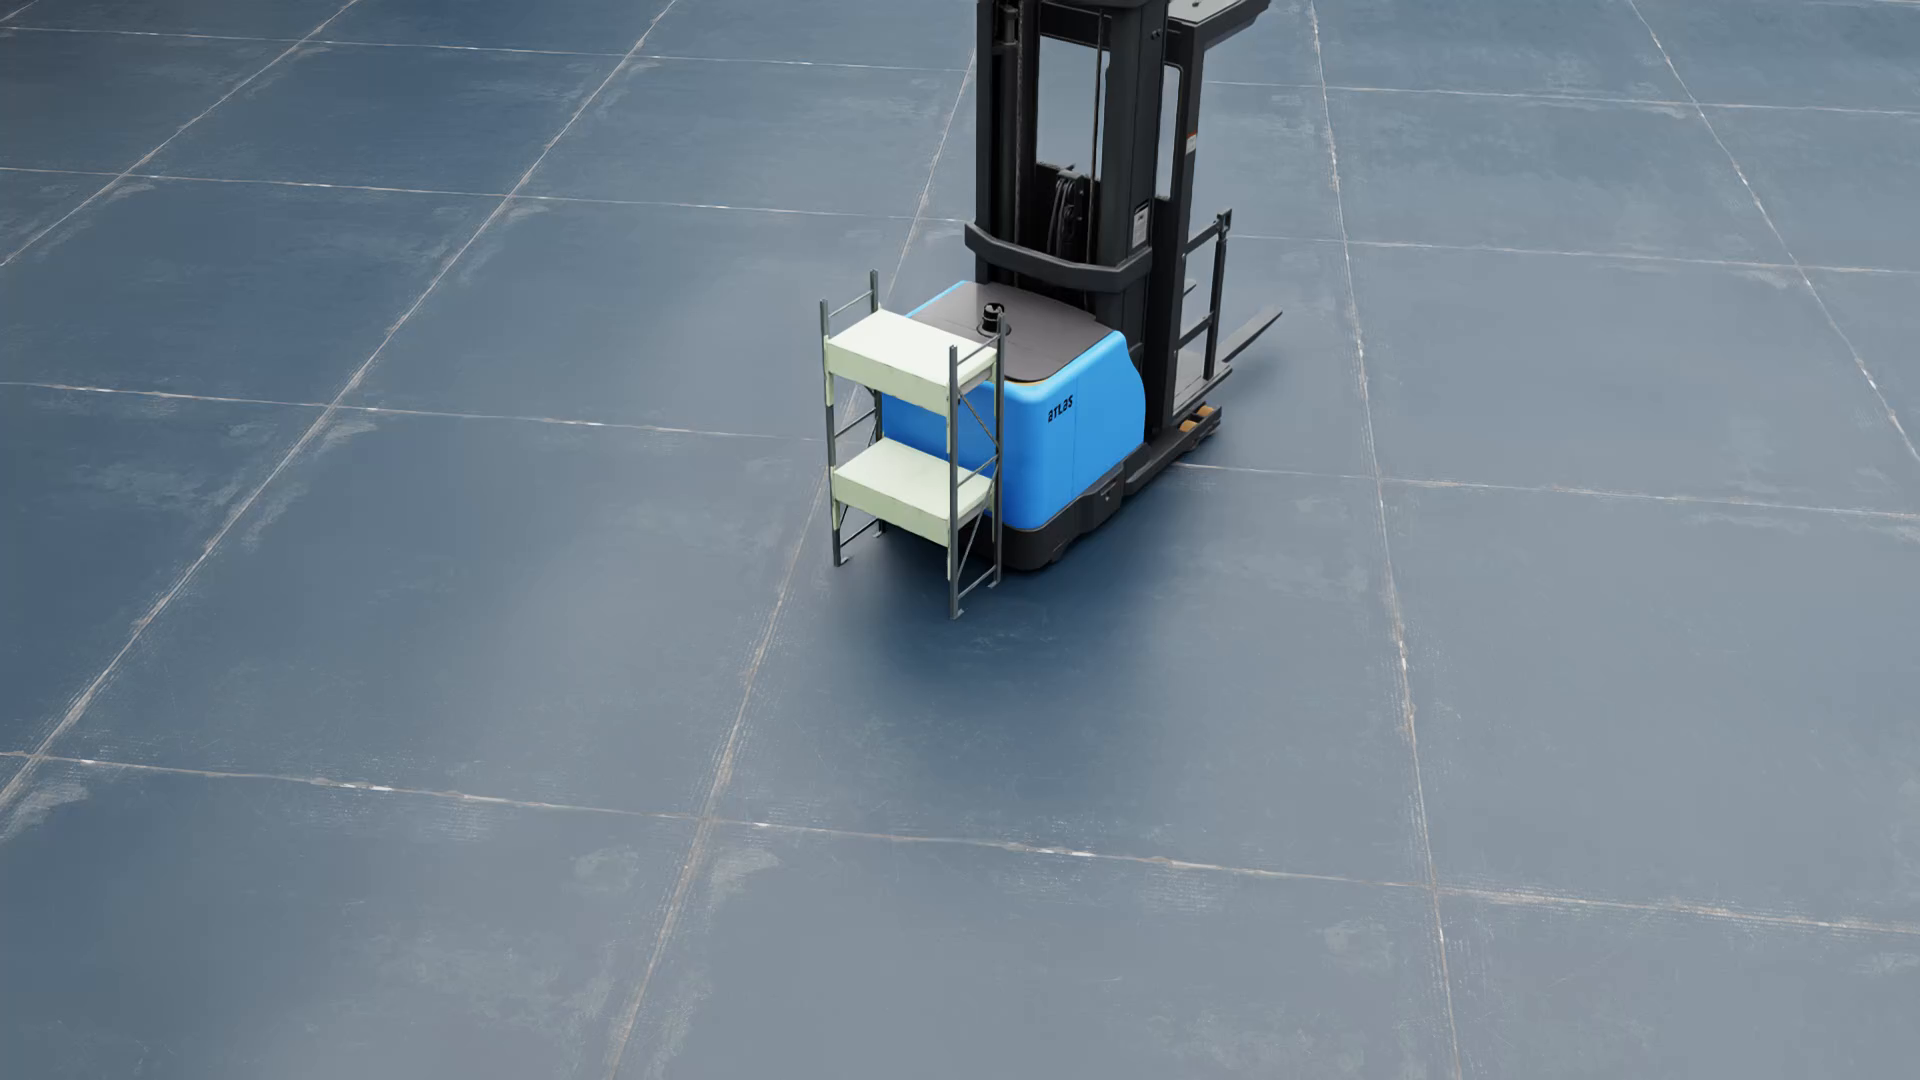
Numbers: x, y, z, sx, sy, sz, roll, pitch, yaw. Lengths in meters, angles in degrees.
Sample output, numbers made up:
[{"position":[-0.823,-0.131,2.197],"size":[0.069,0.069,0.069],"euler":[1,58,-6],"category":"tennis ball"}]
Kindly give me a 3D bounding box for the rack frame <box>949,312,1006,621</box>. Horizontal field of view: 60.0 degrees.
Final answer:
[{"position":[0.078,-0.315,7.758],"size":[0.023,1.500,0.400],"euler":[23,42,29],"category":"rack frame"}]

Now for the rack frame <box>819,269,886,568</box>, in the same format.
[{"position":[-0.513,-0.567,8.110],"size":[0.023,1.500,0.400],"euler":[23,42,29],"category":"rack frame"}]

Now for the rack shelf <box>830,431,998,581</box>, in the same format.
[{"position":[-0.217,-0.176,8.123],"size":[0.720,0.370,0.431],"euler":[23,42,29],"category":"rack shelf"}]

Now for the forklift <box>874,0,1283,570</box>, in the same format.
[{"position":[0.826,-1.848,8.673],"size":[1.130,2.935,3.031],"euler":[23,42,29],"category":"forklift"}]

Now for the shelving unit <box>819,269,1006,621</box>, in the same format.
[{"position":[-0.217,-0.441,7.934],"size":[0.755,1.500,0.431],"euler":[23,42,29],"category":"shelving unit"}]

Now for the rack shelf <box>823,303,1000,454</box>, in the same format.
[{"position":[-0.217,-0.759,7.707],"size":[0.720,0.370,0.431],"euler":[23,42,29],"category":"rack shelf"}]
